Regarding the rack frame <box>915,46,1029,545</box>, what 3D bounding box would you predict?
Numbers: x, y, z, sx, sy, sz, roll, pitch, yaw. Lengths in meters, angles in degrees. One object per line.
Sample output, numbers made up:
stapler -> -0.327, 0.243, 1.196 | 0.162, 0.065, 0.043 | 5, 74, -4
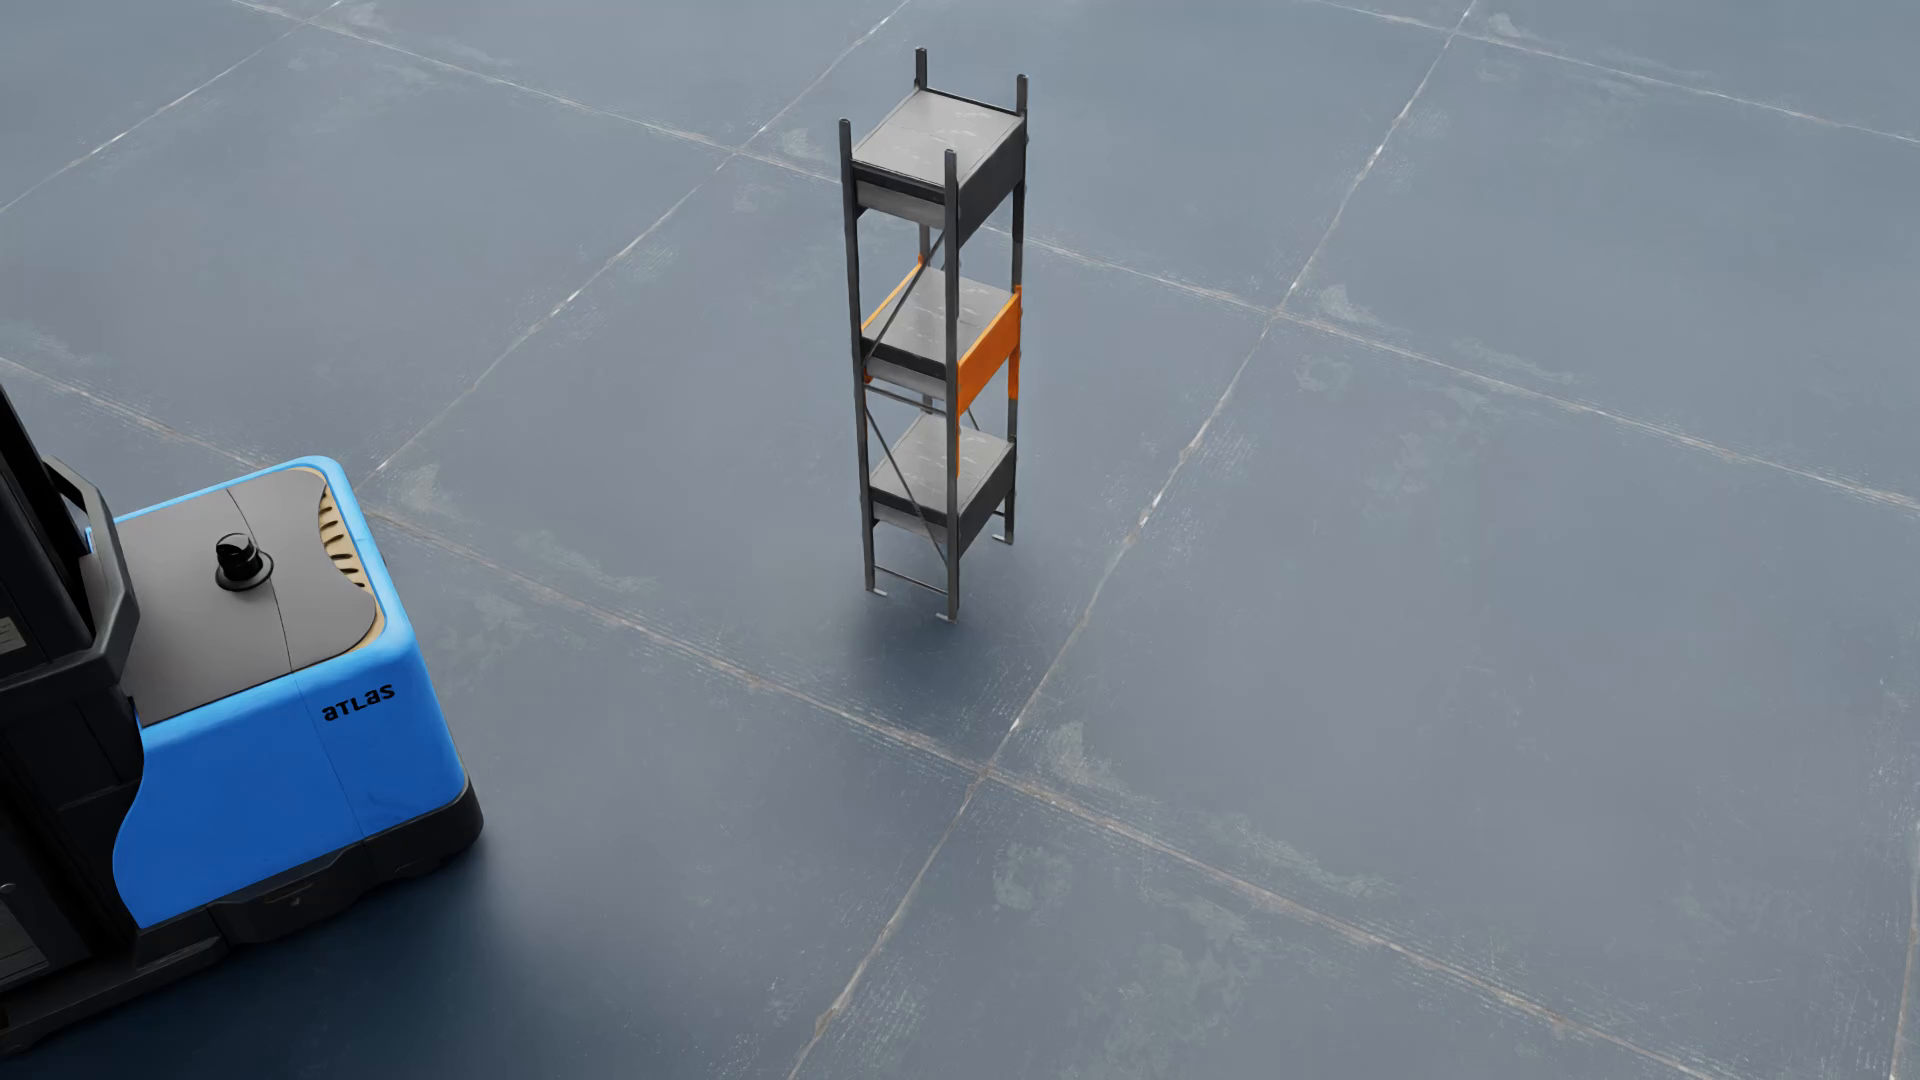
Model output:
rack frame -> 0.036, -0.788, 6.052 | 0.400, 2.100, 0.015 | 20, 49, 19

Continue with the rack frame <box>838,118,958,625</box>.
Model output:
rack frame -> -0.190, -0.480, 5.748 | 0.400, 2.100, 0.015 | 20, 49, 19

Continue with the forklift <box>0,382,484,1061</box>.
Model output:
forklift -> -3.169, 0.230, 4.462 | 3.031, 2.935, 1.130 | -22, 49, -20

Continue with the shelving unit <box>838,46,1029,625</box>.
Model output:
shelving unit -> -0.077, -0.634, 5.900 | 0.431, 2.100, 0.503 | 20, 49, 19

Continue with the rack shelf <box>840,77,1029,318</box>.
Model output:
rack shelf -> -0.077, -1.116, 5.412 | 0.431, 0.518, 0.480 | 20, 49, 19

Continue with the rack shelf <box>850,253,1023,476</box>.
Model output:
rack shelf -> -0.077, -0.624, 5.910 | 0.431, 0.518, 0.480 | 20, 49, 19

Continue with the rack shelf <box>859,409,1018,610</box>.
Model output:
rack shelf -> -0.077, -0.132, 6.408 | 0.431, 0.518, 0.480 | 20, 49, 19
